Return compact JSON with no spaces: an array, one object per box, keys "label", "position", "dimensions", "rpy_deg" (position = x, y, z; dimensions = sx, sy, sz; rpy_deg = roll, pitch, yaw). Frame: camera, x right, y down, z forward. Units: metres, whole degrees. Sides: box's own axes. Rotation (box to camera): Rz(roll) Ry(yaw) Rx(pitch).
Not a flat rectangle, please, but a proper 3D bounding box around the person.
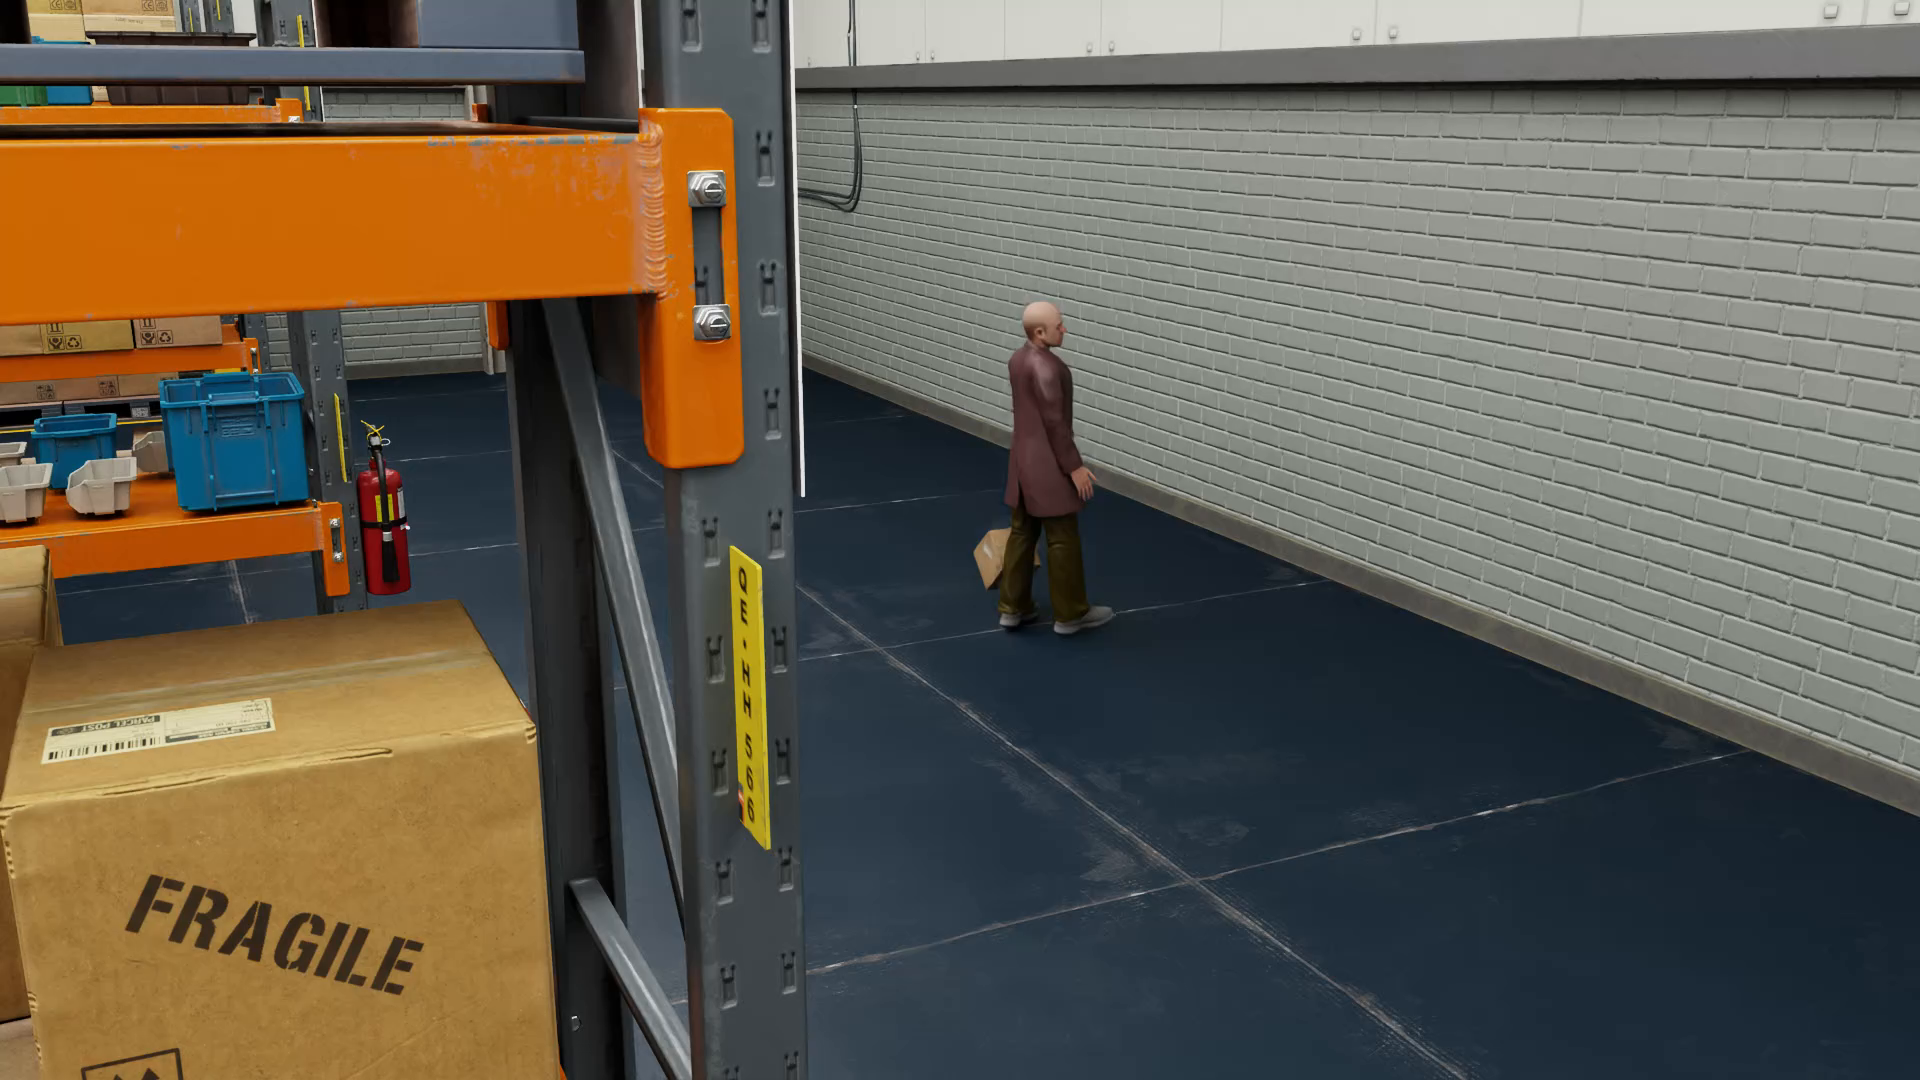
[{"label":"person","position":[0.523,-0.372,8.908],"dimensions":[0.602,1.747,0.632],"rpy_deg":[-6,16,-21]}]
